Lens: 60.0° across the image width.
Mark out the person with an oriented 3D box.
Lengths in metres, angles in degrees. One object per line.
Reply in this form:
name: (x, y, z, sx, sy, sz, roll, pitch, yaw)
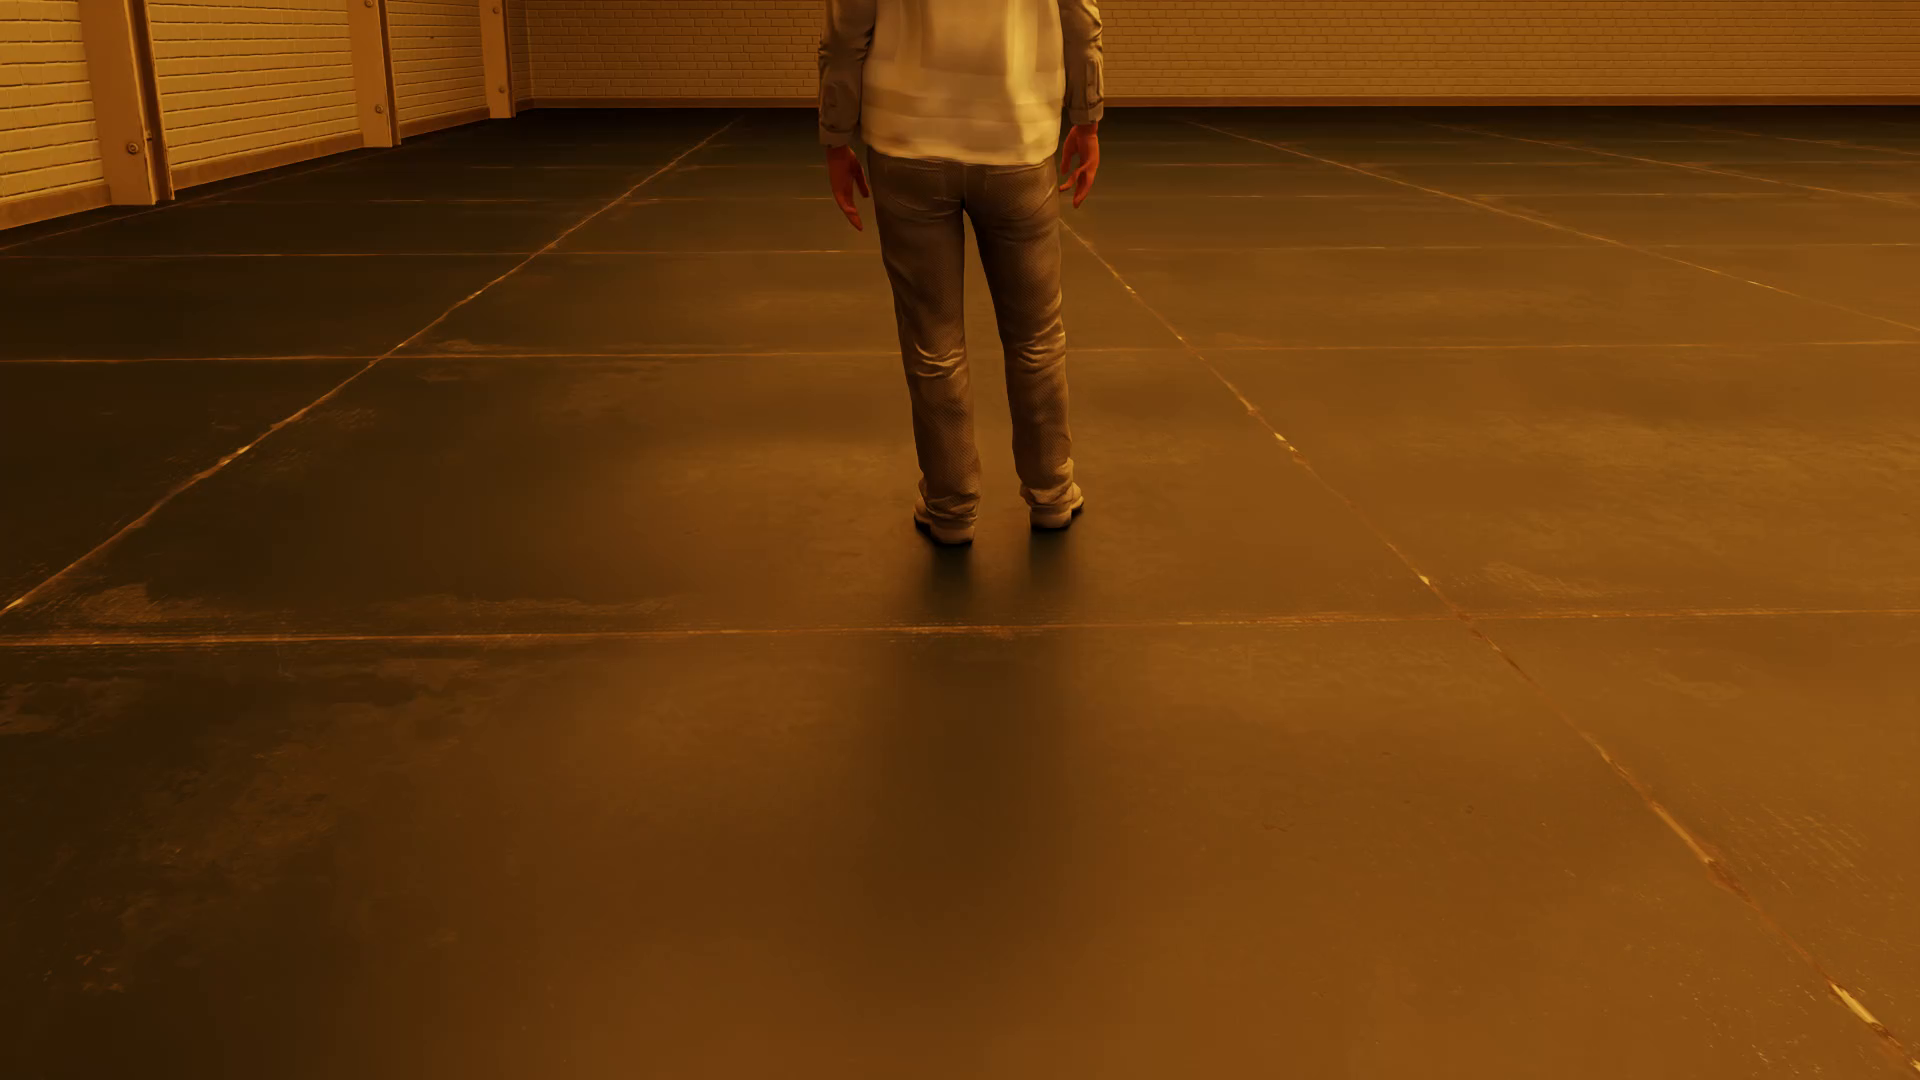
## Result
person: (0.005, -0.874, 3.716, 0.632, 1.773, 0.568, -1, 17, -3)
